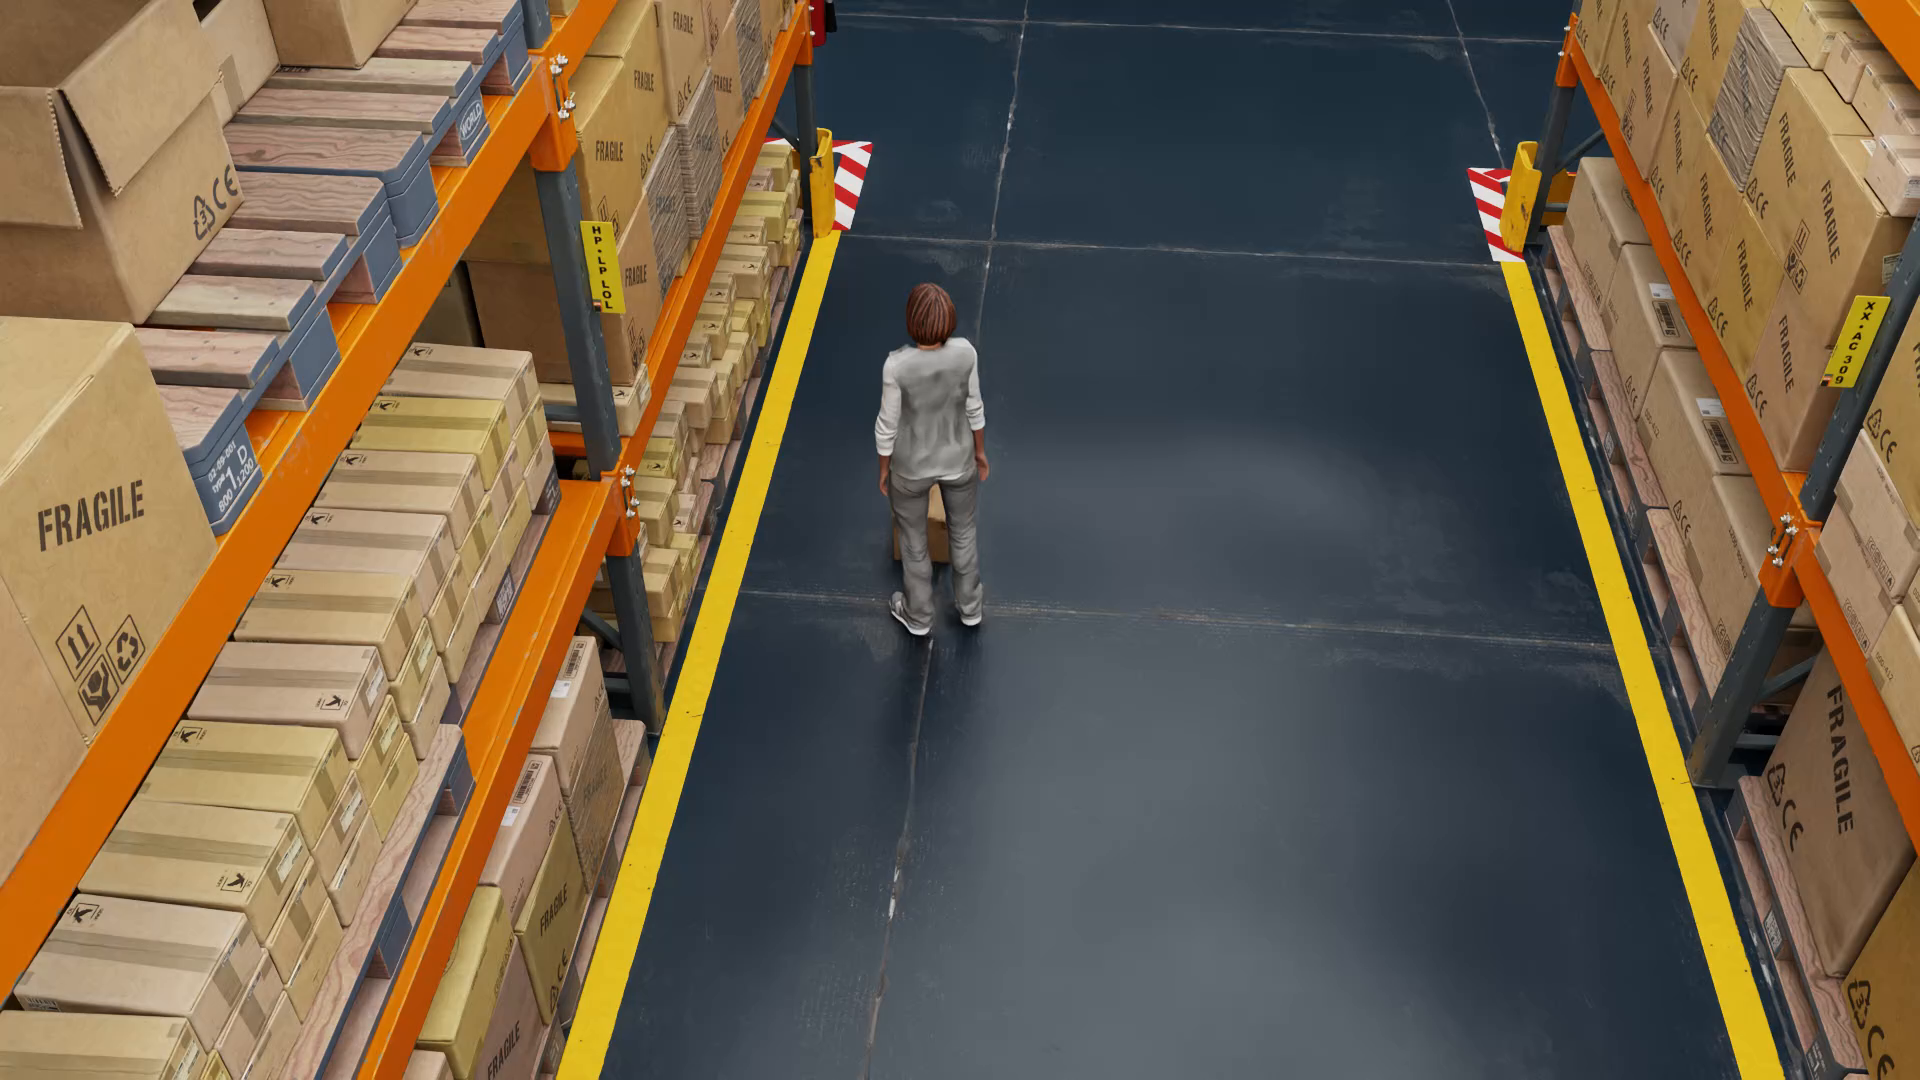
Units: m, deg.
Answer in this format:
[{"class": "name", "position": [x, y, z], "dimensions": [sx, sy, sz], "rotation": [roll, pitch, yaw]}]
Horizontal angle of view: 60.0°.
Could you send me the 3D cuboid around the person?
[{"class": "person", "position": [-0.106, -0.301, 6.484], "dimensions": [0.456, 1.599, 0.328], "rotation": [-9, 41, -10]}]
